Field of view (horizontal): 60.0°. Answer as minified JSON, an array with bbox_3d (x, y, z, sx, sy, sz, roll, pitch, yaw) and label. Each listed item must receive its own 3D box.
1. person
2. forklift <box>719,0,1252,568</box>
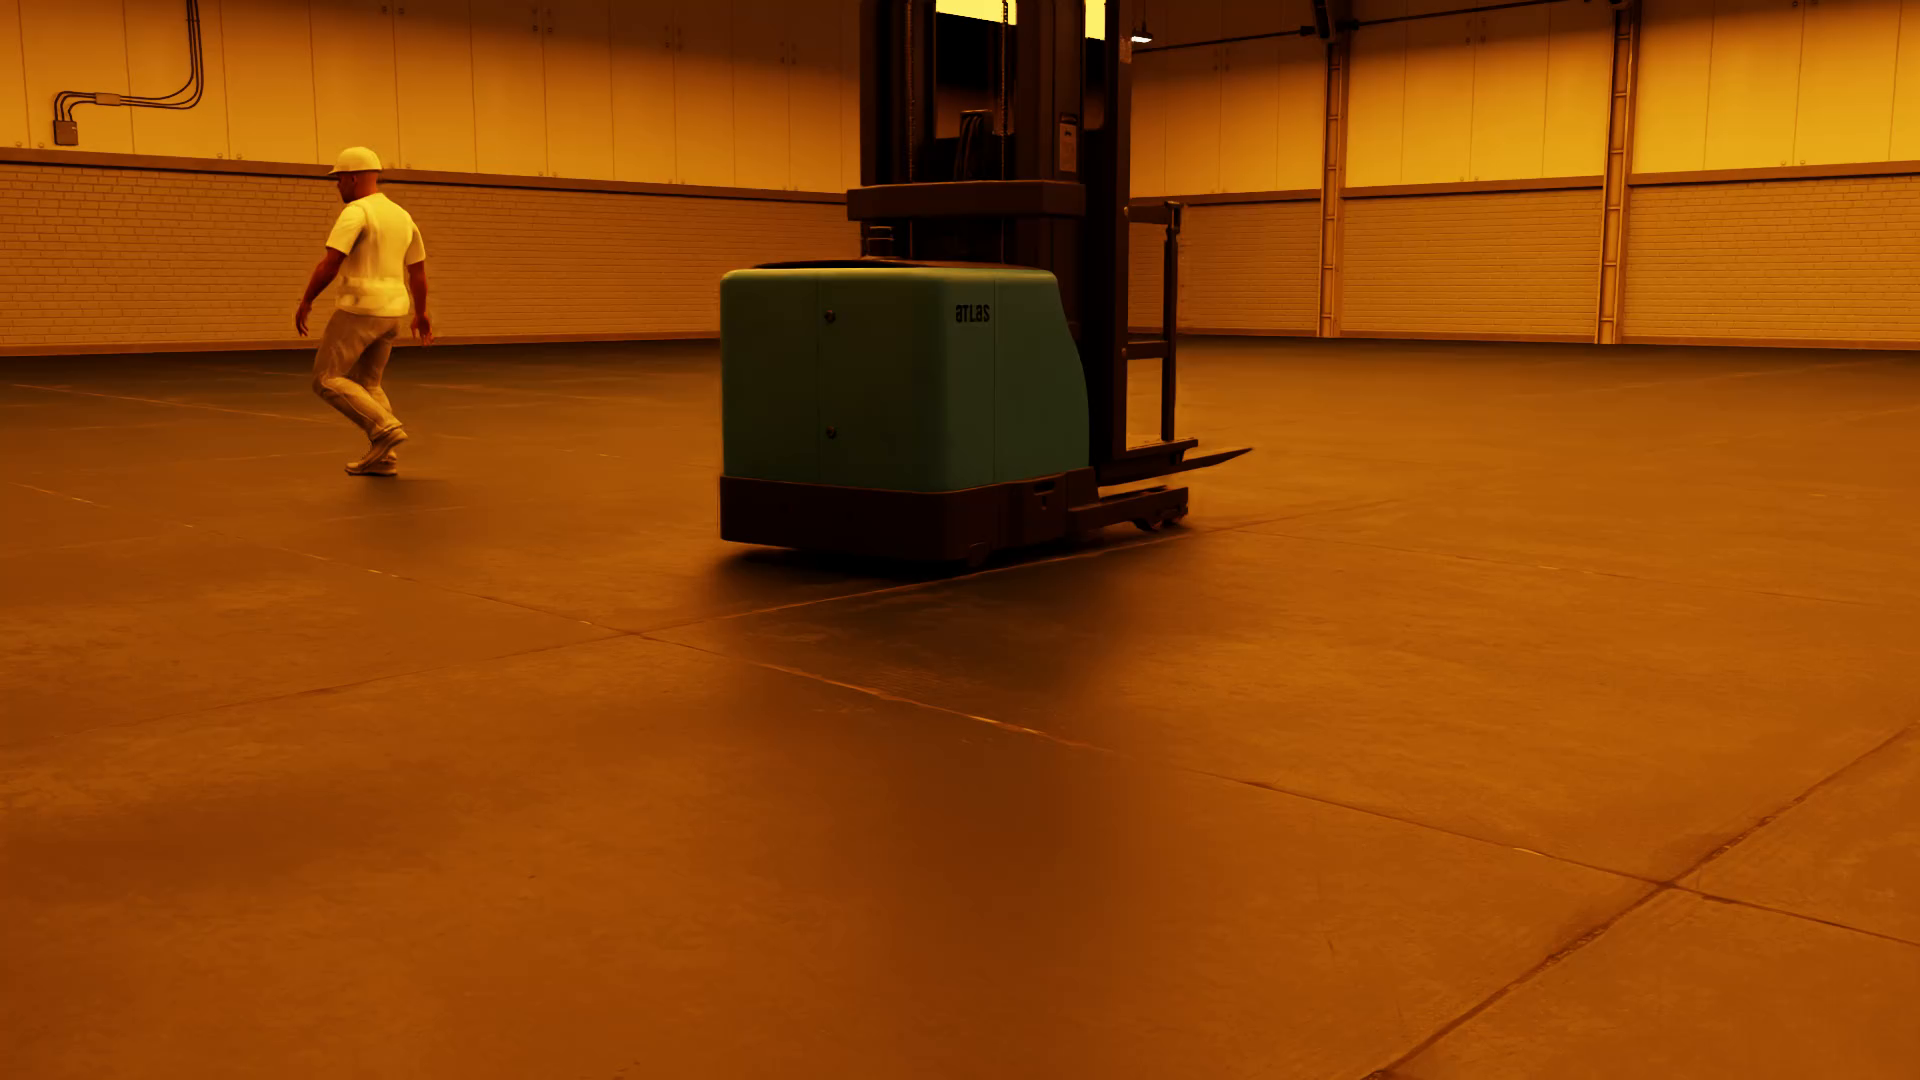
[{"bbox_3d":[-3.156,-1.209,8.886,0.489,1.746,0.771,2,9,11],"label":"person"},{"bbox_3d":[0.332,-1.526,7.009,1.130,2.935,3.031,6,10,33],"label":"forklift"}]
